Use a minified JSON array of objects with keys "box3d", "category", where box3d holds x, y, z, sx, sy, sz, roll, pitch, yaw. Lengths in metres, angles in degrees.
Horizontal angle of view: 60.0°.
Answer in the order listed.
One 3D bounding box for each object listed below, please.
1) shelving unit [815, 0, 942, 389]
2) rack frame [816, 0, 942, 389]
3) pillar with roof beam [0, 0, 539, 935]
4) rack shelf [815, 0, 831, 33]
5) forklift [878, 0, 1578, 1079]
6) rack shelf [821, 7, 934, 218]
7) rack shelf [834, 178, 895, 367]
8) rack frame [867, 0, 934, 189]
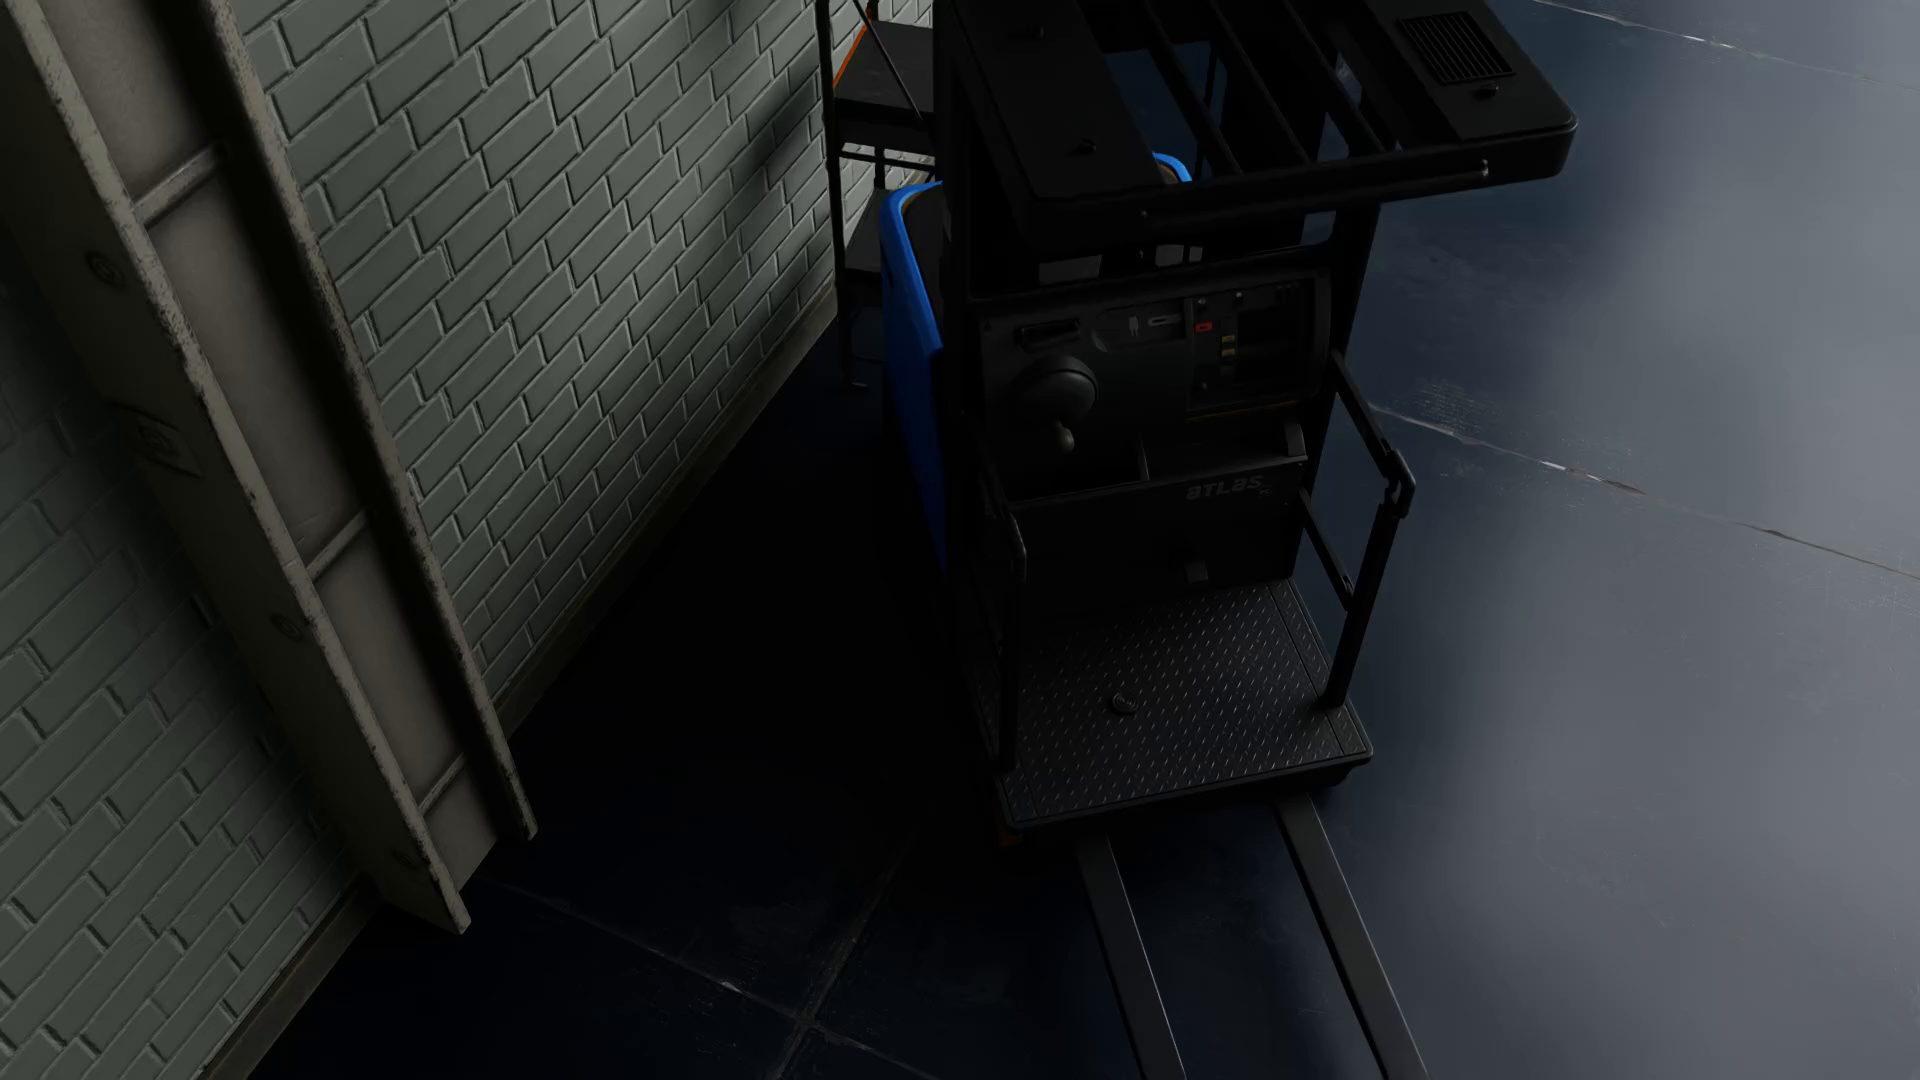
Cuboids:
[{"box3d":[-0.178,-1.408,5.570,0.431,2.100,0.503,11,51,10],"category":"shelving unit"},{"box3d":[-0.241,-1.229,5.417,0.400,2.100,0.015,11,51,10],"category":"rack frame"},{"box3d":[2.402,-0.563,0.321,9.100,9.000,0.400,20,52,16],"category":"pillar with roof beam"},{"box3d":[-0.178,-1.853,5.047,0.431,0.518,0.480,11,51,10],"category":"rack shelf"},{"box3d":[0.555,-0.361,4.133,1.130,2.935,3.031,-10,50,-8],"category":"forklift"},{"box3d":[-0.178,-1.400,5.580,0.431,0.518,0.480,11,51,10],"category":"rack shelf"},{"box3d":[-0.178,-0.946,6.113,0.431,0.518,0.480,11,51,10],"category":"rack shelf"},{"box3d":[-0.115,-1.588,5.723,0.400,2.100,0.015,11,51,10],"category":"rack frame"}]
